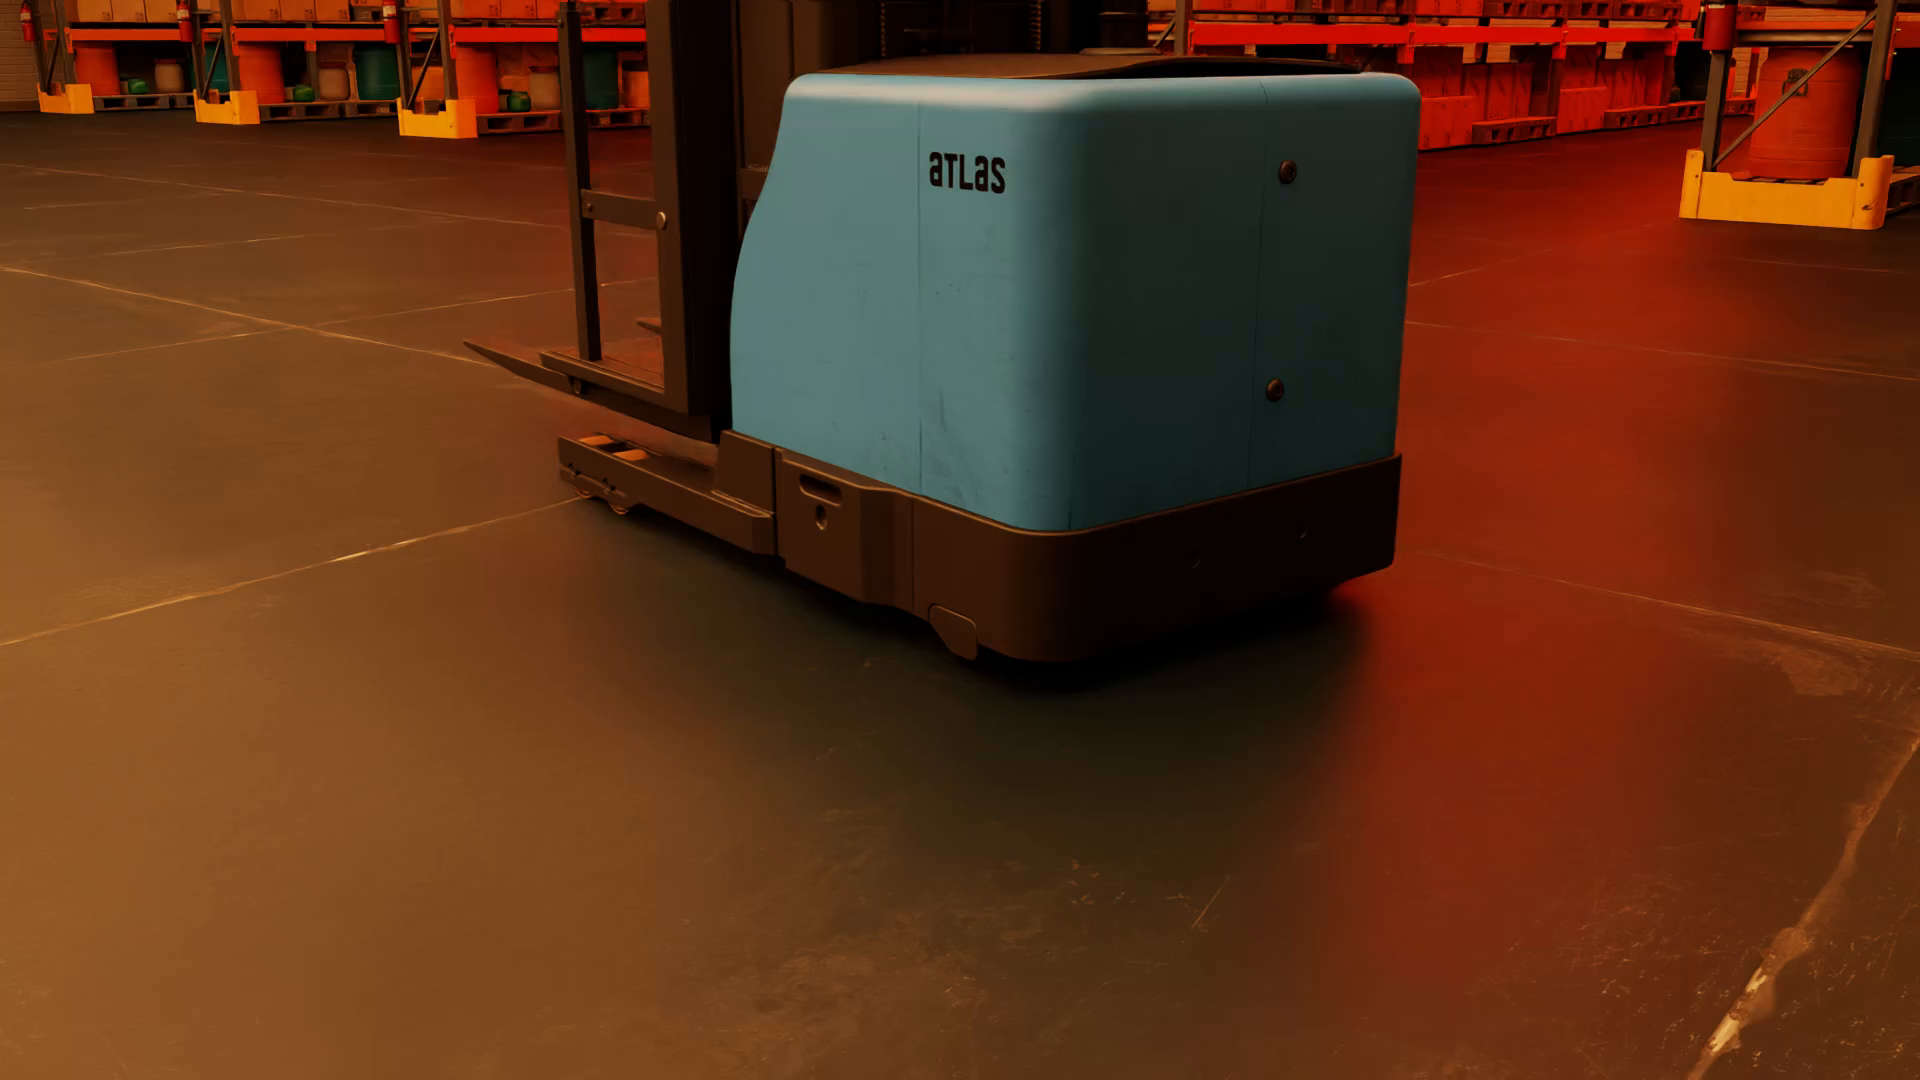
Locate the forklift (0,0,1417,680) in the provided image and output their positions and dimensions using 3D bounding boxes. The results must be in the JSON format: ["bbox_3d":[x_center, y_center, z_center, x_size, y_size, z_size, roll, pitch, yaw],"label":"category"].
[{"bbox_3d":[-0.558,-1.318,3.237,3.031,2.935,1.130,-8,19,-25],"label":"forklift"}]
